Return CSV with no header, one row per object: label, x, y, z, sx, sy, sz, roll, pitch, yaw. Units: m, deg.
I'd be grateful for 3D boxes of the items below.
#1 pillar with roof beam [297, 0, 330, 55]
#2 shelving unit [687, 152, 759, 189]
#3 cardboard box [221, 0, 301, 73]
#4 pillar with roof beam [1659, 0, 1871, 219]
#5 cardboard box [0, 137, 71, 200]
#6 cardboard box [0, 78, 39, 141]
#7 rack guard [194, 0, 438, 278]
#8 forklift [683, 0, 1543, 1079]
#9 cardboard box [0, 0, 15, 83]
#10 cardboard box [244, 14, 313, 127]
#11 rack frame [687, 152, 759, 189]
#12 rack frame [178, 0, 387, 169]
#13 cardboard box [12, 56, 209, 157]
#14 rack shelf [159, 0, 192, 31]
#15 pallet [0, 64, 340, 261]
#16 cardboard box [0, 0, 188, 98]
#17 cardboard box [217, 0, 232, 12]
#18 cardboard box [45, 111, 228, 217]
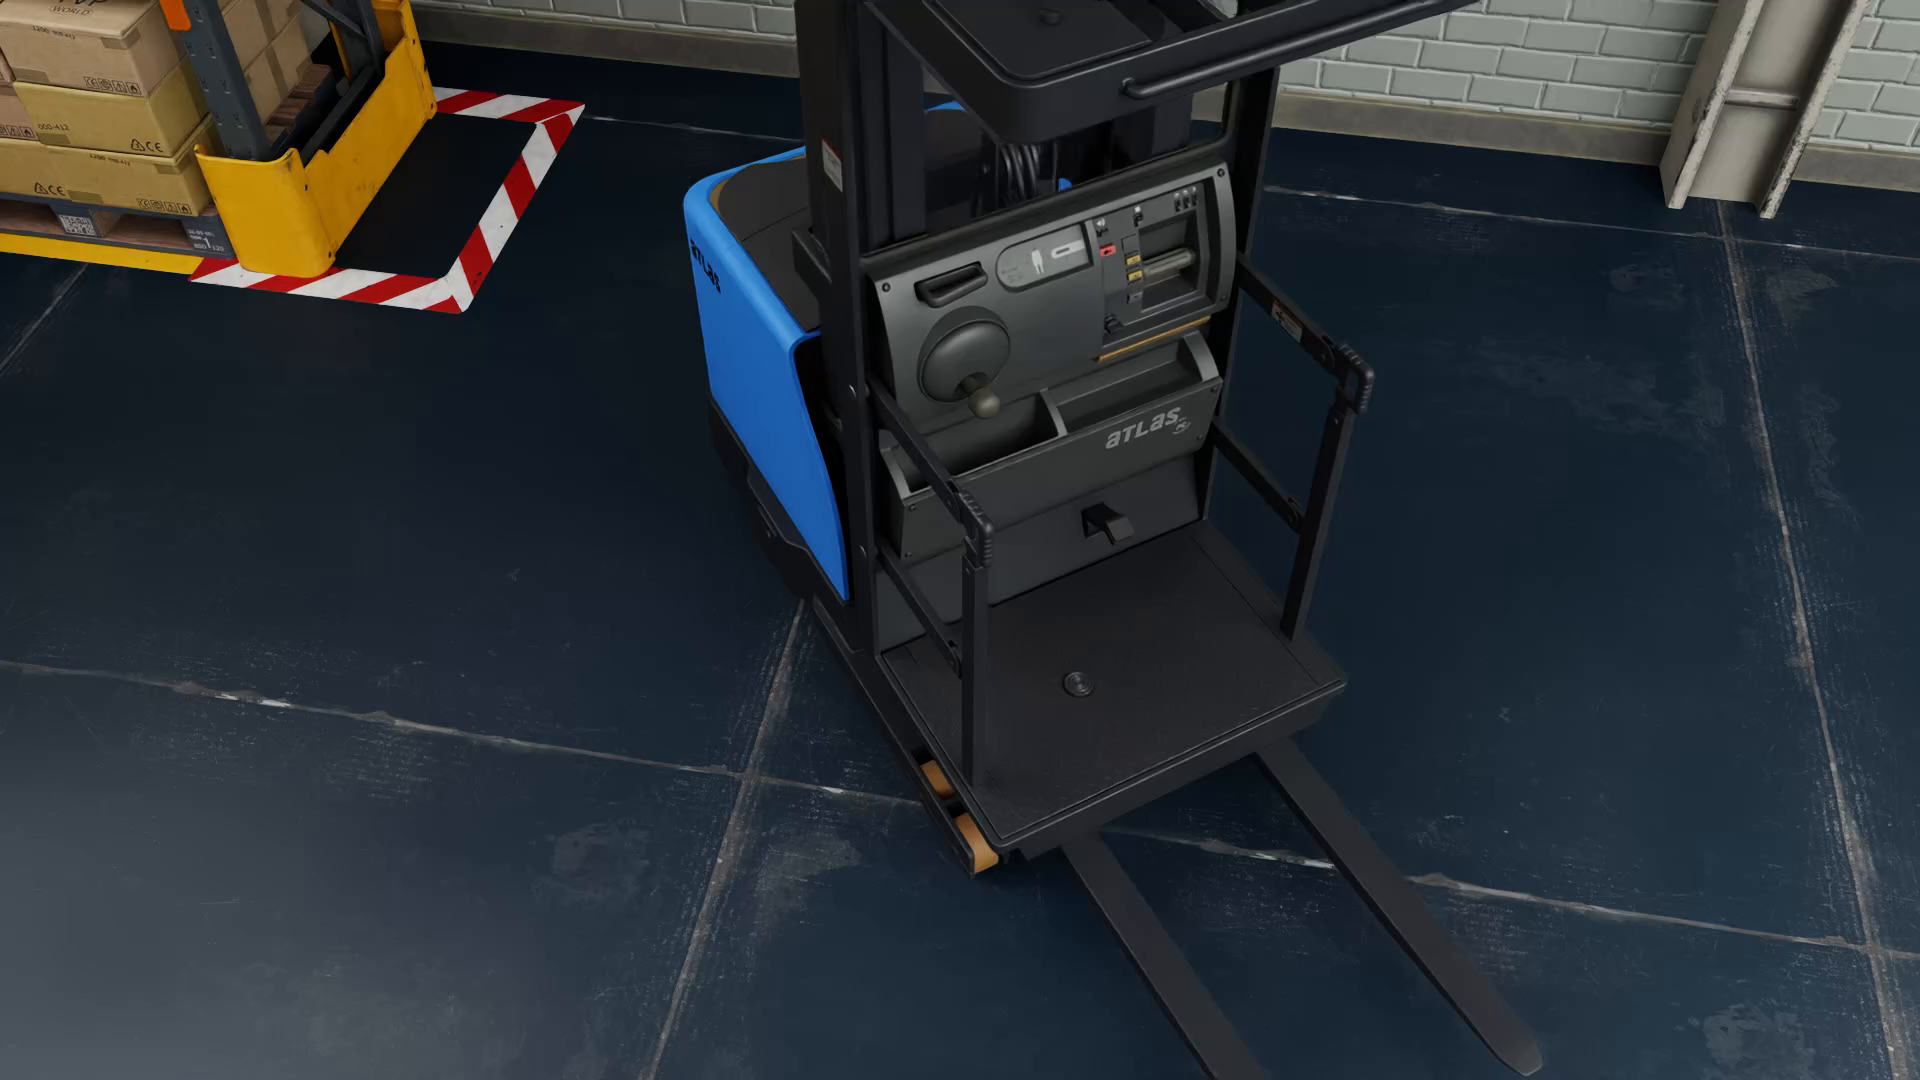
pillar with roof beam,-3.727,-2.017,1.013,0.400,9.000,9.100,8,49,7
shelving unit,-0.667,-0.780,5.346,0.258,0.900,0.210,-26,53,-21
cardboard box,-2.862,-2.014,6.273,0.500,0.250,0.500,8,49,8
pillar with roof beam,2.177,-1.223,0.299,0.400,9.000,9.100,8,49,7
cardboard box,-3.443,-1.536,6.180,0.500,0.250,0.500,8,49,7
cardboard box,-3.463,-1.709,6.000,0.500,0.250,0.500,7,48,6
rack guard,-2.413,-1.573,6.327,0.348,0.500,1.175,8,49,7
forklift,0.340,-0.484,3.714,1.130,2.935,3.031,-22,52,-19
cardboard box,-3.449,-1.863,5.801,0.500,0.250,0.500,8,49,8
cardboard box,-2.885,-1.841,6.454,0.500,0.250,0.500,8,49,7
rack frame,-0.723,-0.843,5.403,0.240,0.900,0.006,-26,53,-21
rack frame,-2.437,-2.411,5.400,0.127,3.000,1.000,8,49,7
cardboard box,-2.971,-1.635,5.933,0.500,0.250,0.500,7,48,6
rack shelf,-4.405,-2.435,5.905,4.000,0.370,1.077,8,49,7
pallet,-3.197,-1.550,6.501,1.213,0.211,1.003,8,49,7
cardboard box,-2.945,-1.799,5.744,0.500,0.250,0.500,9,49,8
cardboard box,-2.876,-2.169,6.076,0.500,0.250,0.500,7,48,6
cardboard box,-2.955,-1.464,6.115,0.500,0.250,0.500,8,49,7
